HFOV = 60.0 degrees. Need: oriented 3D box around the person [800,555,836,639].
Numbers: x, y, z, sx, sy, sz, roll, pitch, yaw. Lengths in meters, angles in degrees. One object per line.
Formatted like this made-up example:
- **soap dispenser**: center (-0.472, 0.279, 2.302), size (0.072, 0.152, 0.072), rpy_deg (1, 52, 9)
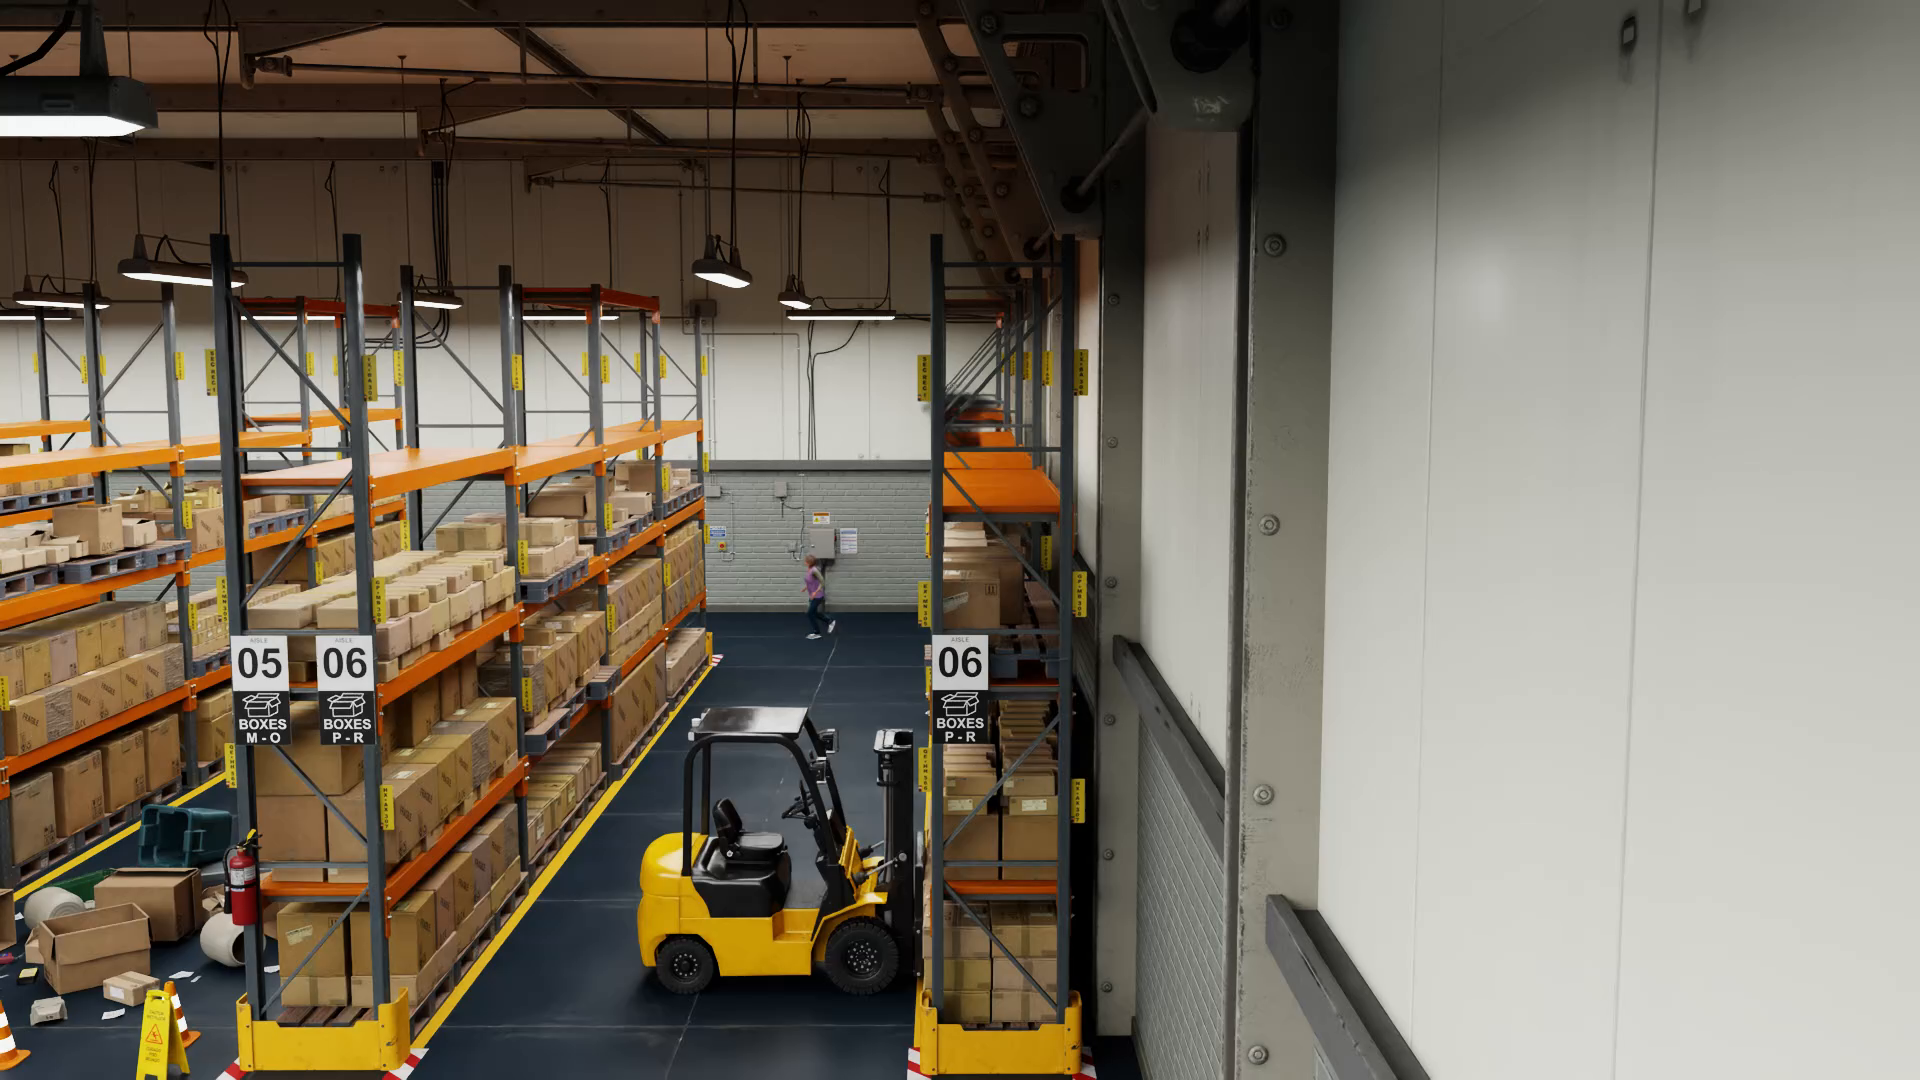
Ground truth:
- **person**: center (-2.599, 1.036, 30.572), size (0.687, 1.548, 0.536), rpy_deg (-2, 7, -20)
